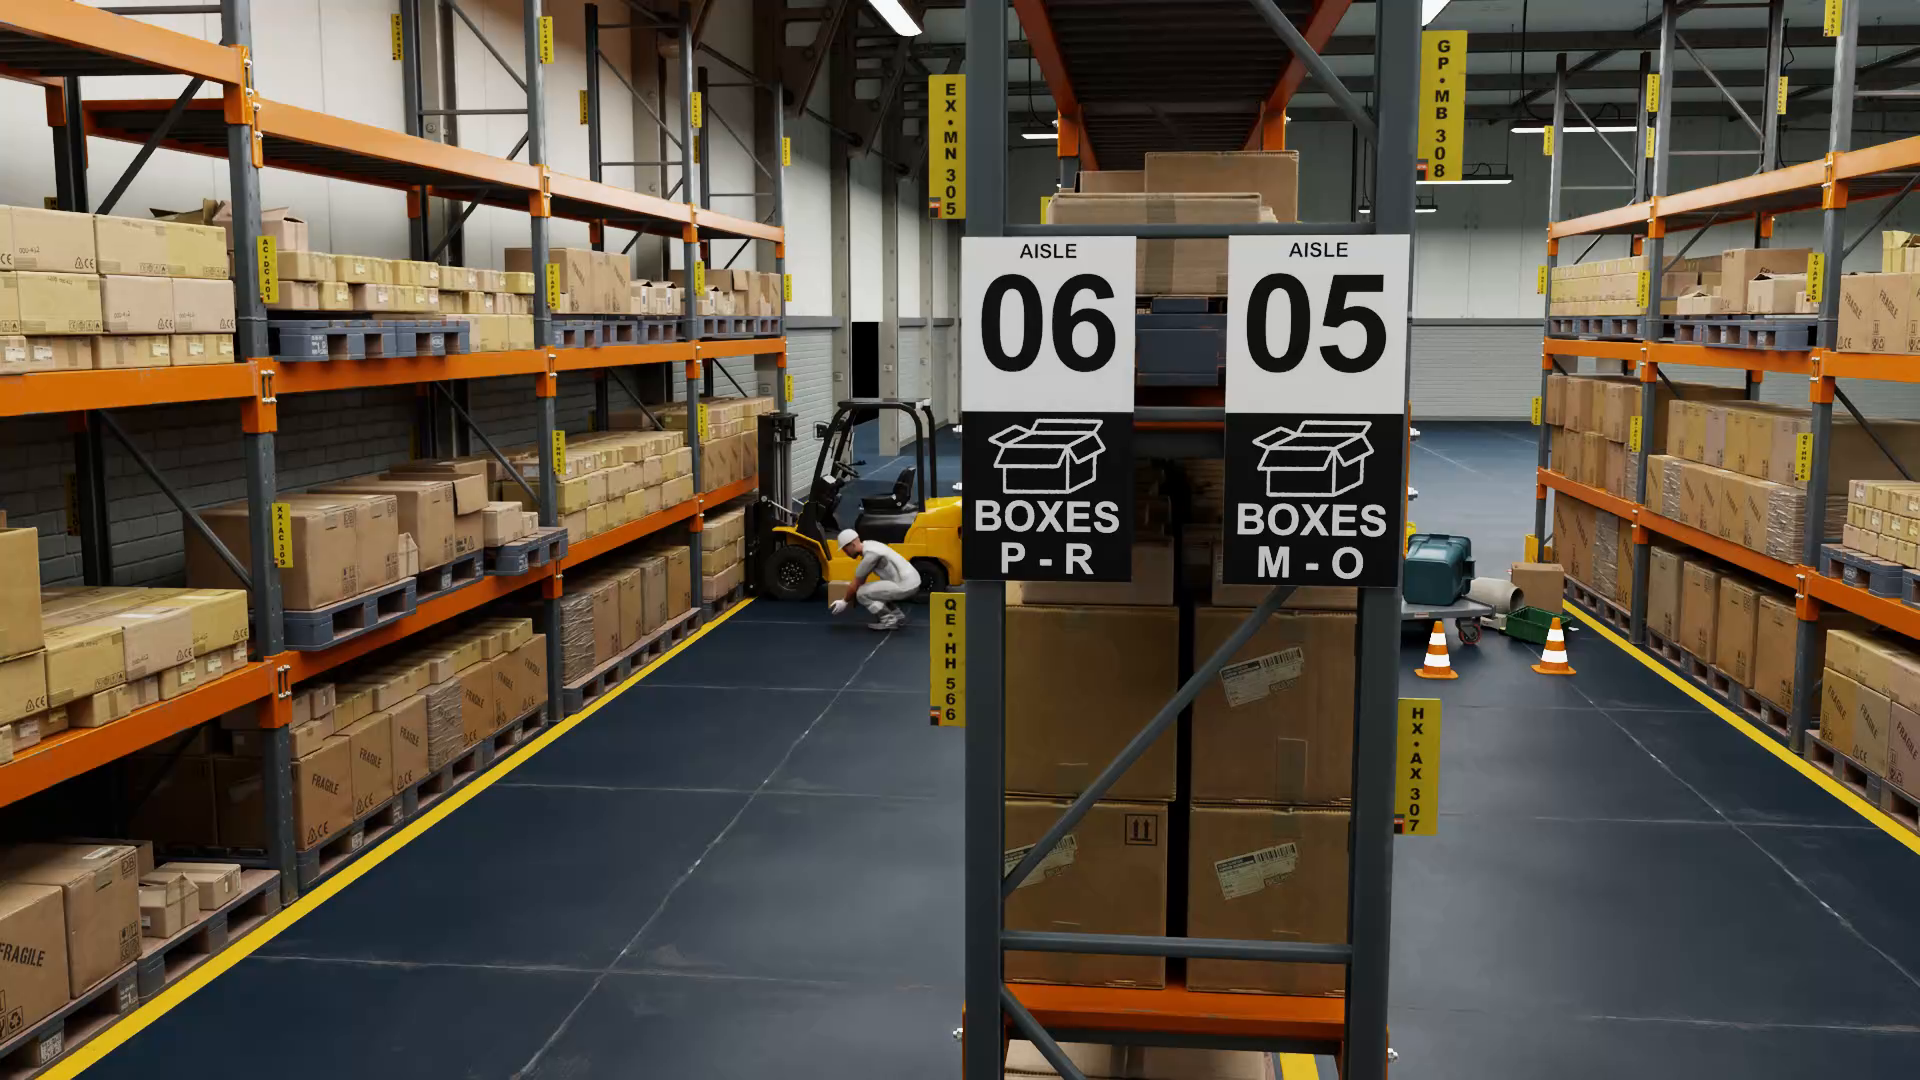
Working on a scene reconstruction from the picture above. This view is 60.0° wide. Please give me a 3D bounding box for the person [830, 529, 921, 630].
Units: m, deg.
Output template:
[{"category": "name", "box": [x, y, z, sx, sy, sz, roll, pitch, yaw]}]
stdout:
[{"category": "person", "box": [-0.826, 0.383, 16.375, 0.875, 0.991, 0.569, 1, 8, 6]}]
